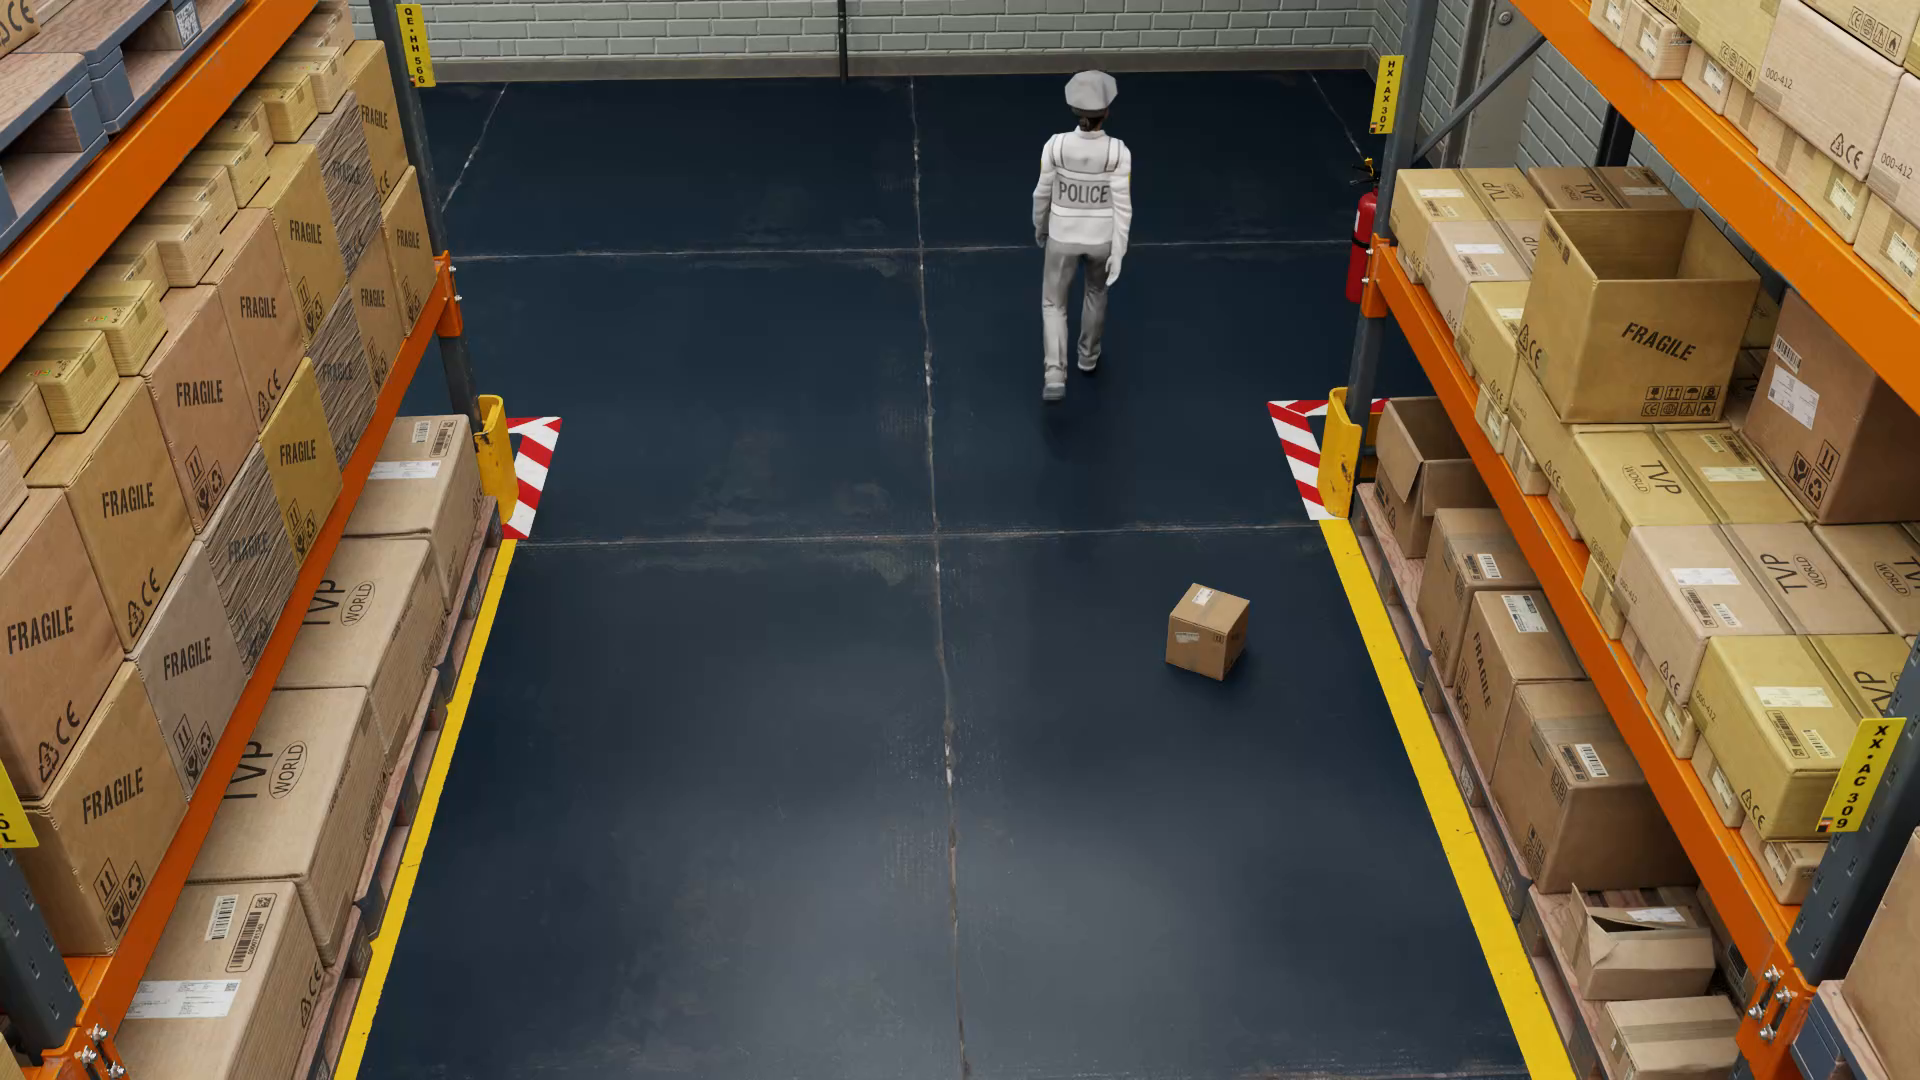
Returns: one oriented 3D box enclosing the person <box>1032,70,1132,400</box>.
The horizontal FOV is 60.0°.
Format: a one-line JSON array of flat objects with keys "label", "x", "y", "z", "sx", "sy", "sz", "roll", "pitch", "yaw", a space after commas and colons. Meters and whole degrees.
[{"label": "person", "x": 0.591, "y": -1.475, "z": 8.169, "sx": 0.484, "sy": 1.647, "sz": 0.872, "roll": 2, "pitch": 36, "yaw": 3}]
